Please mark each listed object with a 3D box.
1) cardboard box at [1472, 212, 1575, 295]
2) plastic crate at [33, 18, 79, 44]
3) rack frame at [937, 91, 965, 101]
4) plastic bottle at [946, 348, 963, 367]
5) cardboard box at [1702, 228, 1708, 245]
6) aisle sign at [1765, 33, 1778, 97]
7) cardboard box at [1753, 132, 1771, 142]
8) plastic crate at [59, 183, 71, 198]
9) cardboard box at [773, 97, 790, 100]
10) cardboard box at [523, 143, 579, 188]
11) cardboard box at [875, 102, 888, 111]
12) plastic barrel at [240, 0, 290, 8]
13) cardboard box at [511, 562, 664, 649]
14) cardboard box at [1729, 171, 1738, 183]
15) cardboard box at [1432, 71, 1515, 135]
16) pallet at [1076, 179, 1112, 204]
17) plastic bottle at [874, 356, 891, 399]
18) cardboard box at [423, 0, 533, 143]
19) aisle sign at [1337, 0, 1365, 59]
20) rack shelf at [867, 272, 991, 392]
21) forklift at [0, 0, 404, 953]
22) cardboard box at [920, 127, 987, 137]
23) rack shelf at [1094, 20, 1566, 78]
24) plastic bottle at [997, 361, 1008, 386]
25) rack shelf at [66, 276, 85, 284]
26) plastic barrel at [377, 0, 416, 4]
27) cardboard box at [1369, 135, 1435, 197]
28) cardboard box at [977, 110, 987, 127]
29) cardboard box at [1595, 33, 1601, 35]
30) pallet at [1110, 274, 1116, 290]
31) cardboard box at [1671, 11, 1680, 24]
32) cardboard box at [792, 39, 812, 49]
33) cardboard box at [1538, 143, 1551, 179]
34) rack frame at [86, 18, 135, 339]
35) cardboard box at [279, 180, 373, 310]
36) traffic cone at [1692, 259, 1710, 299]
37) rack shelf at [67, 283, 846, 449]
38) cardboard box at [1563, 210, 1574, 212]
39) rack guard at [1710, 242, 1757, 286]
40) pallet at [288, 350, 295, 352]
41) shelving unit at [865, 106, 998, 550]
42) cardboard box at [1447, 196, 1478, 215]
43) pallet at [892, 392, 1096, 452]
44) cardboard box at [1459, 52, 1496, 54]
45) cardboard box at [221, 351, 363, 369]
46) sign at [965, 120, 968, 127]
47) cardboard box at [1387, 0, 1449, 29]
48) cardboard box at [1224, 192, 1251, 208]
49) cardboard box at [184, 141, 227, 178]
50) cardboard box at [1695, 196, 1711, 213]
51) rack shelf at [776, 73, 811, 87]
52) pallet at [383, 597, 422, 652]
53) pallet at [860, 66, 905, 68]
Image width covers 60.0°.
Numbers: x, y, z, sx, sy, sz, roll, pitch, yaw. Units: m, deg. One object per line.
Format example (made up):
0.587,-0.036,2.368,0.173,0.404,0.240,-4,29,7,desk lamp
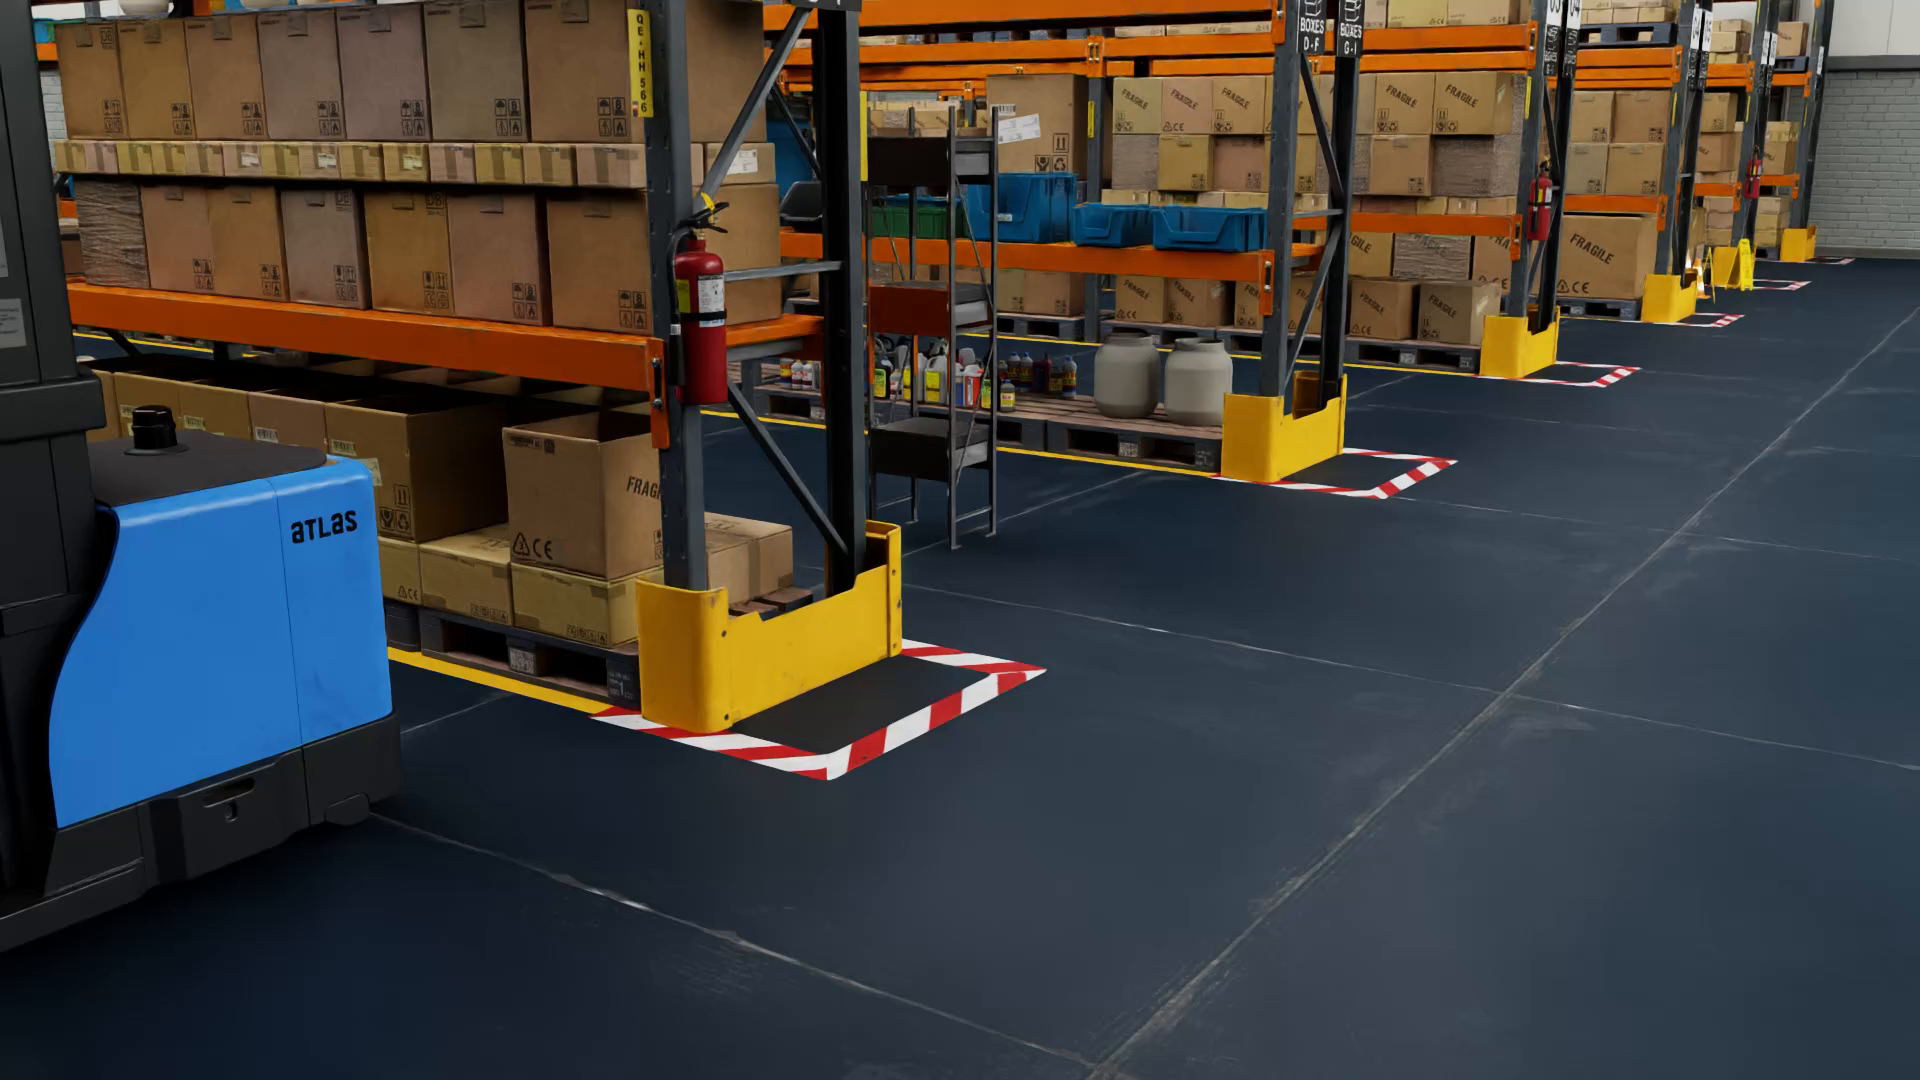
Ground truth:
6.361,-3.251,18.761,0.875,0.875,0.875,9,16,32,cardboard box
-8.815,-4.963,16.234,0.300,0.233,0.416,9,17,33,plastic crate
-0.138,-8.019,34.476,0.127,3.000,1.000,9,17,33,rack frame
-0.047,-1.210,11.704,0.133,0.283,0.061,9,17,33,plastic bottle
11.754,-4.880,26.644,0.500,0.250,0.500,9,17,33,cardboard box
10.595,-6.199,21.712,0.004,0.787,0.394,9,17,33,aisle sign
12.465,-6.256,25.795,0.250,0.149,0.380,9,17,34,cardboard box
-8.960,-3.521,16.754,0.590,0.125,0.437,9,17,33,plastic crate
-2.806,-6.180,24.136,0.500,0.500,0.500,9,16,31,cardboard box
-1.333,-1.344,5.953,0.250,0.149,0.380,10,17,34,cardboard box
-1.257,-7.533,28.874,0.250,0.149,0.380,9,17,33,cardboard box
-6.118,-4.926,14.583,0.433,0.535,0.433,0,14,0,plastic barrel
-1.302,0.185,6.182,0.500,0.250,0.500,9,17,33,cardboard box
10.205,-4.848,22.189,0.250,0.149,0.380,9,17,33,cardboard box
4.246,-3.610,13.757,0.500,0.500,0.500,9,17,33,cardboard box
0.968,-3.482,16.548,1.213,0.211,1.003,9,17,33,pallet
-0.535,-1.105,11.281,0.133,0.283,0.061,10,17,35,plastic bottle
-1.555,-1.753,6.254,0.500,0.500,0.700,9,16,31,cardboard box
2.299,-3.231,9.721,0.004,0.787,0.394,9,17,33,aisle sign
-0.137,-1.028,8.164,0.480,0.518,0.431,9,17,33,rack shelf
-2.917,-0.381,3.762,1.130,2.935,3.031,9,17,33,forklift
0.031,-3.912,16.795,0.637,0.503,0.797,11,18,38,cardboard box
3.181,-4.283,14.636,4.000,0.370,1.077,9,17,33,rack shelf
0.296,-1.153,11.647,0.097,0.201,0.097,0,14,0,plastic bottle
-5.670,-1.388,9.186,4.000,0.370,1.077,9,17,33,rack shelf
-4.476,-4.400,13.382,0.421,0.512,0.421,0,14,0,plastic barrel
3.917,-3.223,14.273,0.500,0.500,0.875,9,17,33,cardboard box
0.618,-6.910,27.707,0.500,0.500,0.500,9,17,33,cardboard box
8.634,-6.790,22.131,0.250,0.149,0.380,10,17,34,cardboard box
2.674,-3.318,21.286,1.213,0.211,1.003,9,17,33,pallet
7.587,-5.579,17.818,0.250,0.149,0.380,9,17,33,cardboard box
-1.550,-5.250,17.358,0.500,0.250,0.500,10,17,34,cardboard box
6.496,-4.166,18.598,0.550,0.550,0.875,9,17,33,cardboard box
-7.881,-3.529,16.338,0.127,3.000,1.000,9,17,33,rack frame
-2.358,-1.254,6.937,0.500,0.500,0.700,10,17,34,cardboard box
8.957,-3.186,20.229,0.334,0.463,0.336,9,17,33,traffic cone
-2.351,-0.852,7.019,4.000,0.370,1.077,9,17,33,rack shelf
8.271,-4.381,23.065,0.500,0.500,0.500,10,17,36,cardboard box
10.308,-3.680,22.150,0.348,0.500,1.175,9,17,33,rack guard
-5.240,-1.737,14.899,1.213,0.211,1.003,9,17,33,pallet
-0.137,-1.041,8.161,0.503,2.100,0.431,9,17,33,shelving unit
4.281,-2.816,13.981,0.250,0.149,0.380,9,17,33,cardboard box
0.307,-0.841,11.281,1.213,0.211,1.003,9,17,33,pallet
7.264,-6.834,23.138,0.500,0.250,0.500,9,16,32,cardboard box
-3.096,-0.614,7.851,0.500,0.500,0.500,9,17,33,cardboard box
0.105,-6.841,27.748,0.005,0.325,0.100,9,17,33,sign
3.882,-4.371,13.809,0.500,0.250,0.500,9,17,33,cardboard box
2.582,-3.070,15.007,0.250,0.149,0.380,9,17,33,cardboard box
-3.048,-1.621,7.072,0.250,0.149,0.380,9,16,31,cardboard box
11.731,-5.361,26.504,0.500,0.250,0.500,9,17,34,cardboard box
-3.925,-6.867,25.077,4.000,0.370,1.077,9,17,33,rack shelf
-2.358,0.163,7.226,1.213,0.211,1.003,9,17,33,pallet
-0.950,-6.615,22.950,1.003,0.211,1.213,9,17,33,pallet
